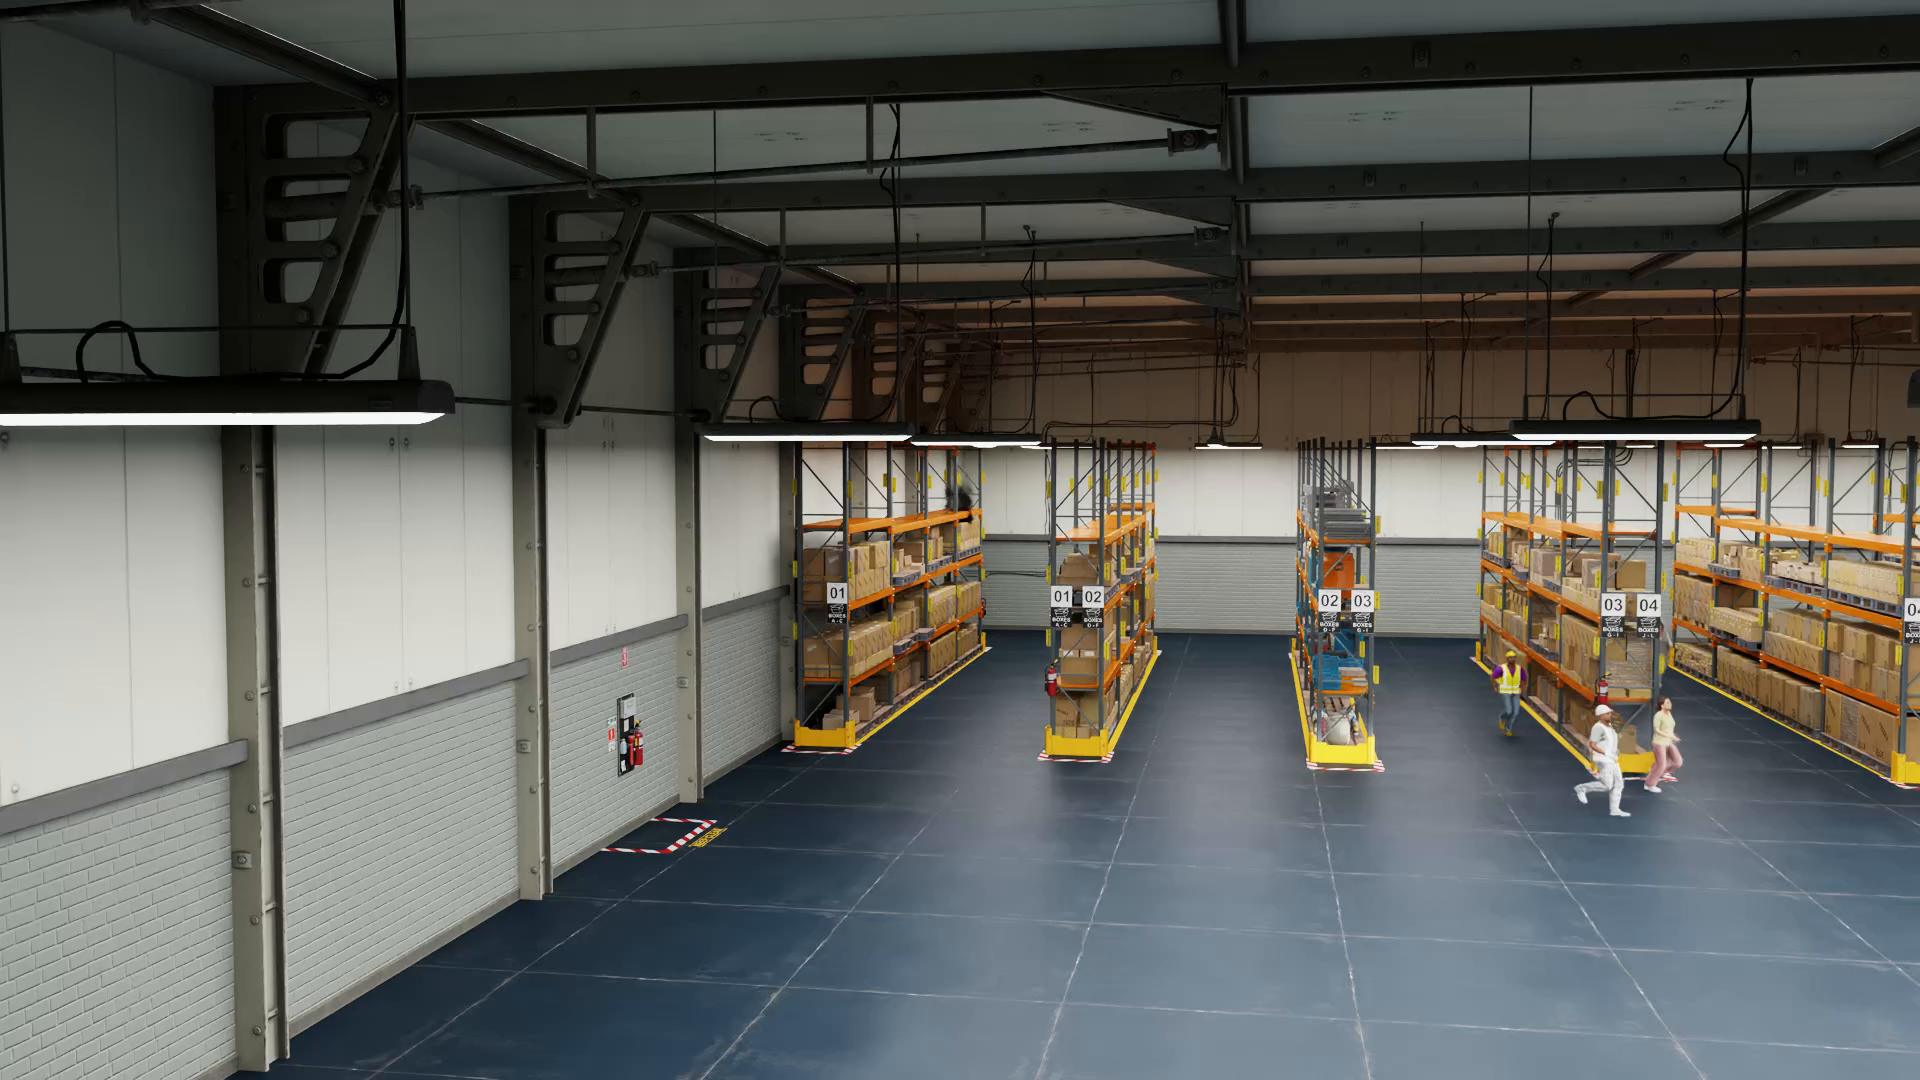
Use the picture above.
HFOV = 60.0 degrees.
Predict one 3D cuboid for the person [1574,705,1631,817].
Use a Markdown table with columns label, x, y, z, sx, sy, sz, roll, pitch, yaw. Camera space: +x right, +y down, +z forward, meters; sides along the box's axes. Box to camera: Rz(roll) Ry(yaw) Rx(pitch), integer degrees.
| label | x | y | z | sx | sy | sz | roll | pitch | yaw |
| --- | --- | --- | --- | --- | --- | --- | --- | --- | --- |
| person | 10.166 | 3.470 | 26.227 | 0.855 | 1.750 | 0.696 | 3 | 4 | 41 |

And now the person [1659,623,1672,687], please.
| label | x | y | z | sx | sy | sz | roll | pitch | yaw |
| --- | --- | --- | --- | --- | --- | --- | --- | --- | --- |
| person | 17.134 | 2.799 | 40.697 | 0.536 | 1.570 | 0.515 | 1 | 3 | 17 |

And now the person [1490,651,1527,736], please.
| label | x | y | z | sx | sy | sz | roll | pitch | yaw |
| --- | --- | --- | --- | --- | --- | --- | --- | --- | --- |
| person | 11.066 | 3.091 | 33.417 | 0.698 | 1.720 | 0.576 | 0 | 3 | 1 |

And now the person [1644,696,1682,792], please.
| label | x | y | z | sx | sy | sz | roll | pitch | yaw |
| --- | --- | --- | --- | --- | --- | --- | --- | --- | --- |
| person | 11.850 | 3.432 | 27.955 | 0.609 | 1.626 | 0.632 | -2 | 4 | -37 |
